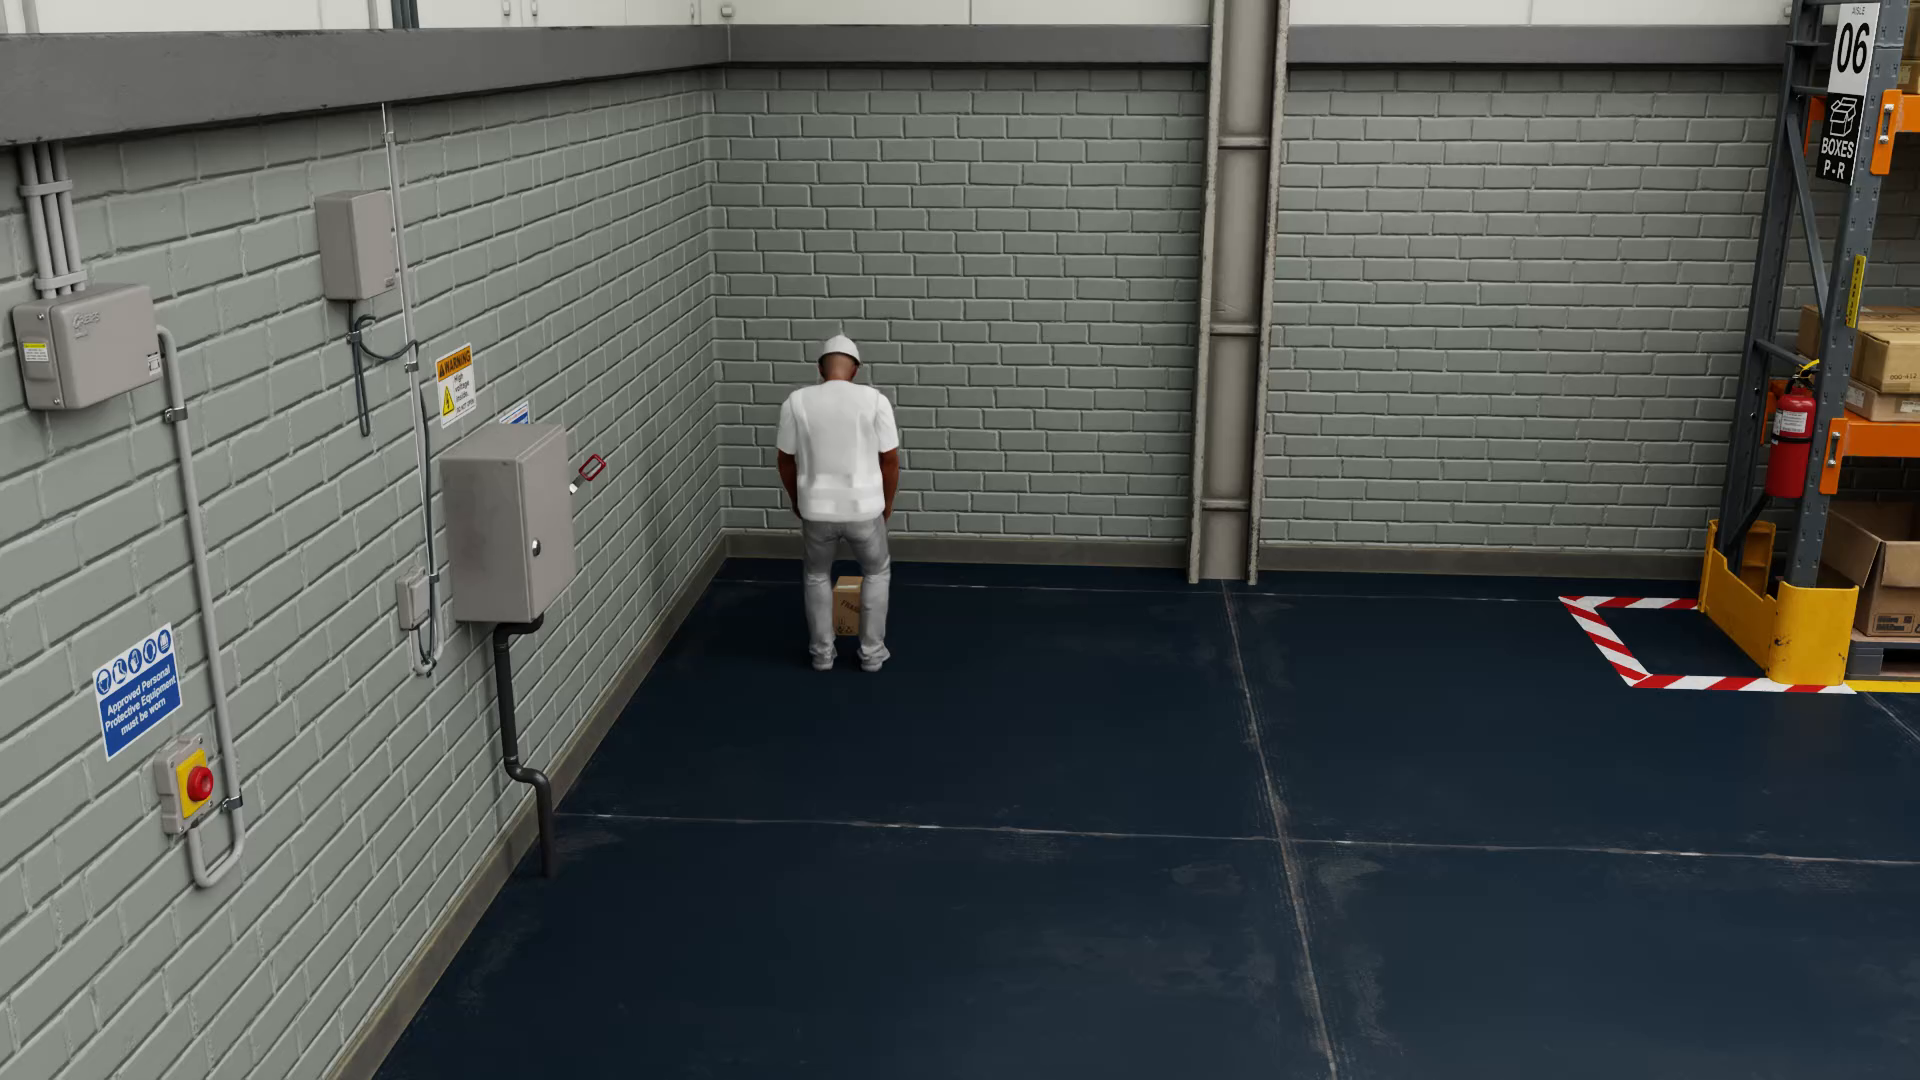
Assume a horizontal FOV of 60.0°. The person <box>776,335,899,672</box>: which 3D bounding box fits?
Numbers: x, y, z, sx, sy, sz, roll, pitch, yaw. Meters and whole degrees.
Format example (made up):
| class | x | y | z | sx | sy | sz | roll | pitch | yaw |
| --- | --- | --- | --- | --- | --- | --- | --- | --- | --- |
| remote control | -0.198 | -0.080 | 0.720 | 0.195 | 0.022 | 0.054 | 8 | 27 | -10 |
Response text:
| class | x | y | z | sx | sy | sz | roll | pitch | yaw |
| --- | --- | --- | --- | --- | --- | --- | --- | --- | --- |
| person | -0.603 | -0.176 | 8.266 | 0.610 | 1.651 | 0.554 | 2 | 17 | 5 |
